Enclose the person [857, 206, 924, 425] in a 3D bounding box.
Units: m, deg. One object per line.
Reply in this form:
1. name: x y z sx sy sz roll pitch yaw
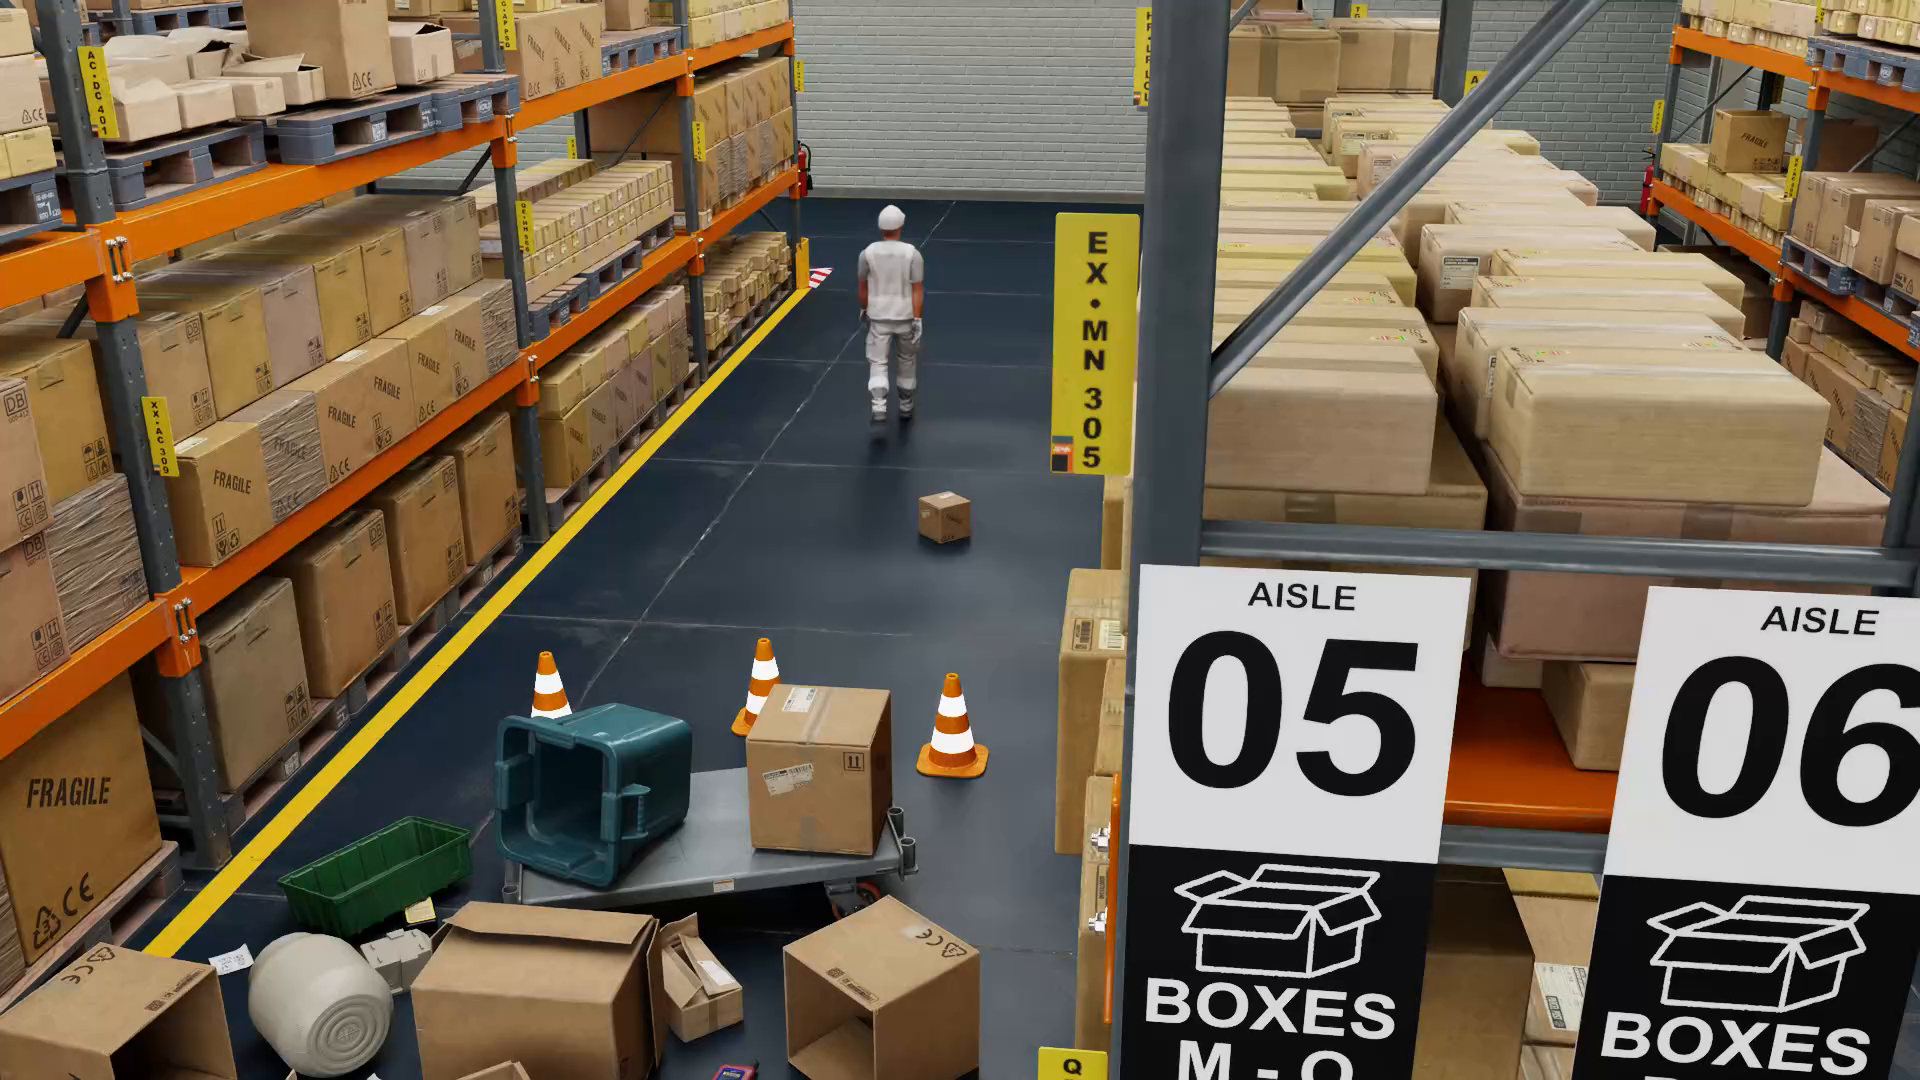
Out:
1. person: -0.542 -1.754 13.114 0.531 1.760 0.954 0 21 1
